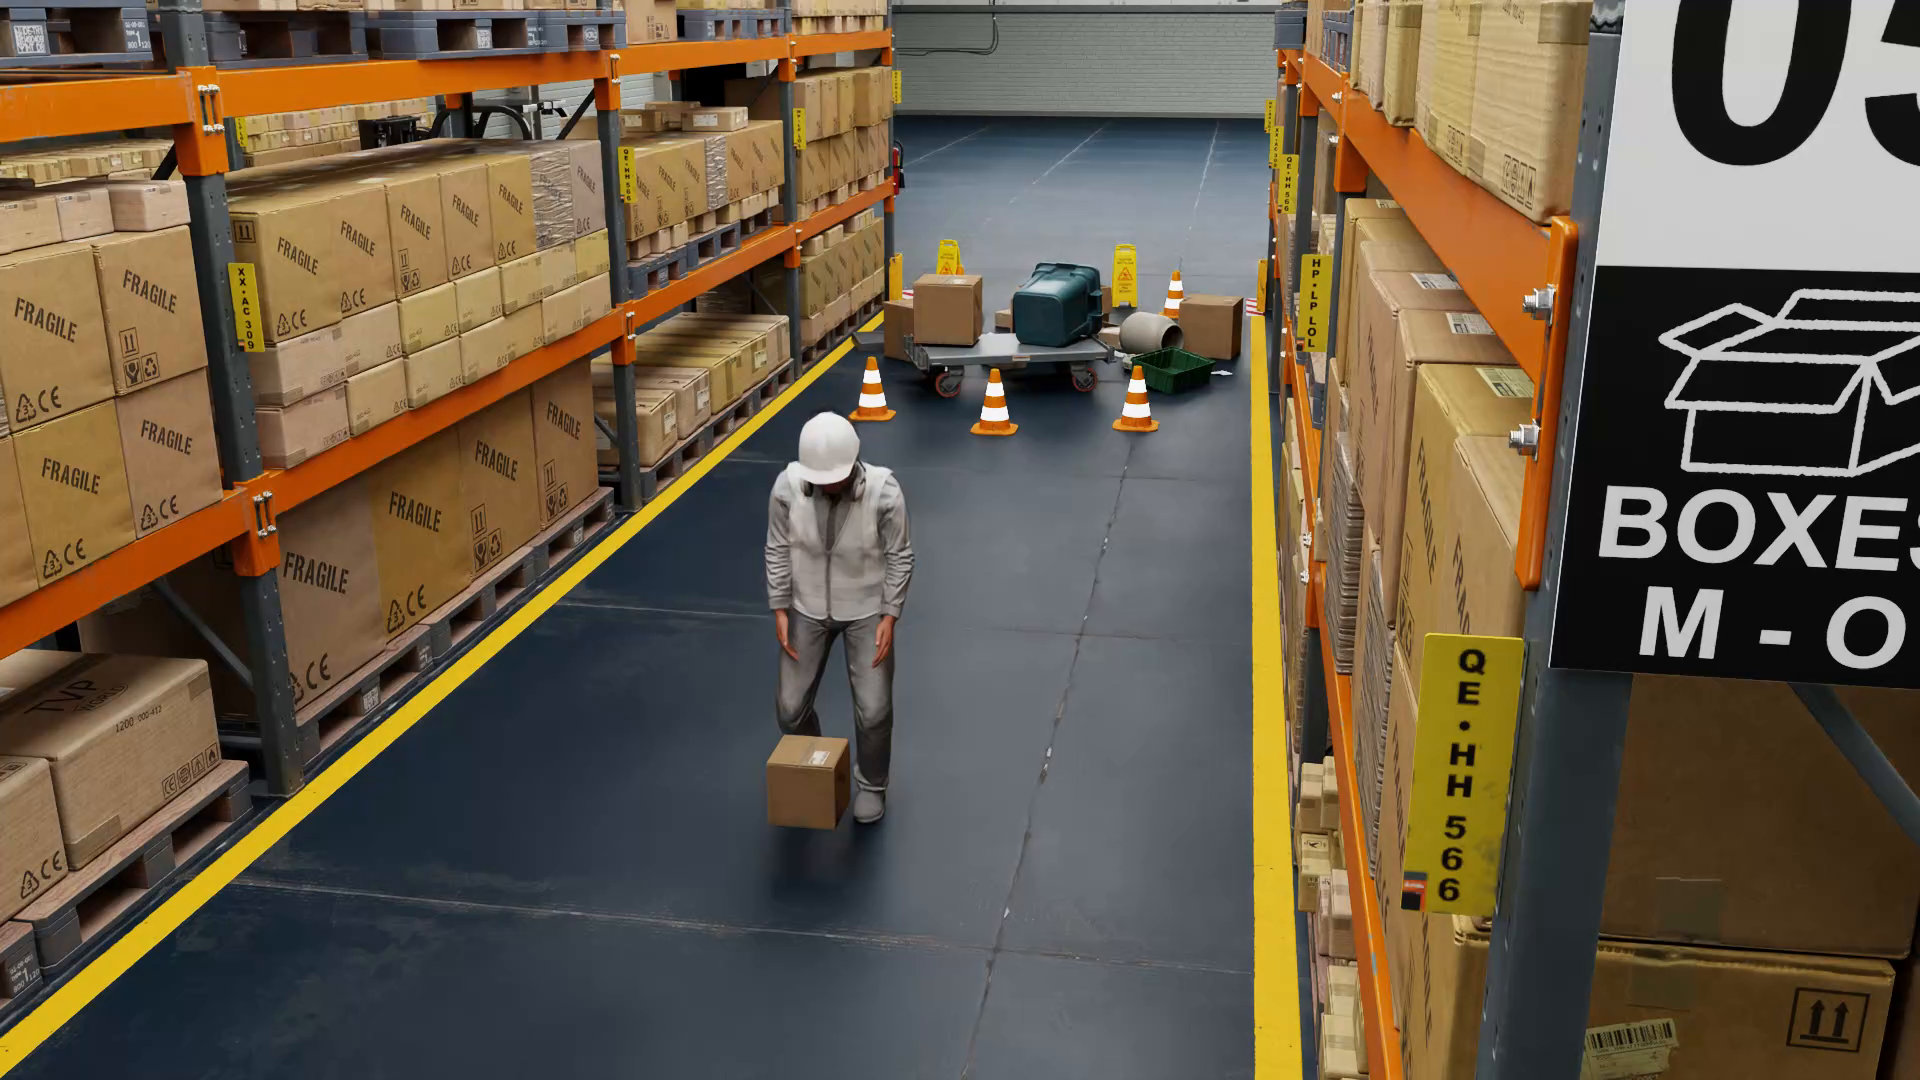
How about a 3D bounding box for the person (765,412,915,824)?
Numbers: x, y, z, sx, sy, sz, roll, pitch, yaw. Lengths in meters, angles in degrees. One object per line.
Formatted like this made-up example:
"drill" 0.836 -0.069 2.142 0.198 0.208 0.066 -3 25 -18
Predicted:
"person" -0.452 0.280 6.356 0.578 1.647 0.581 3 18 10
